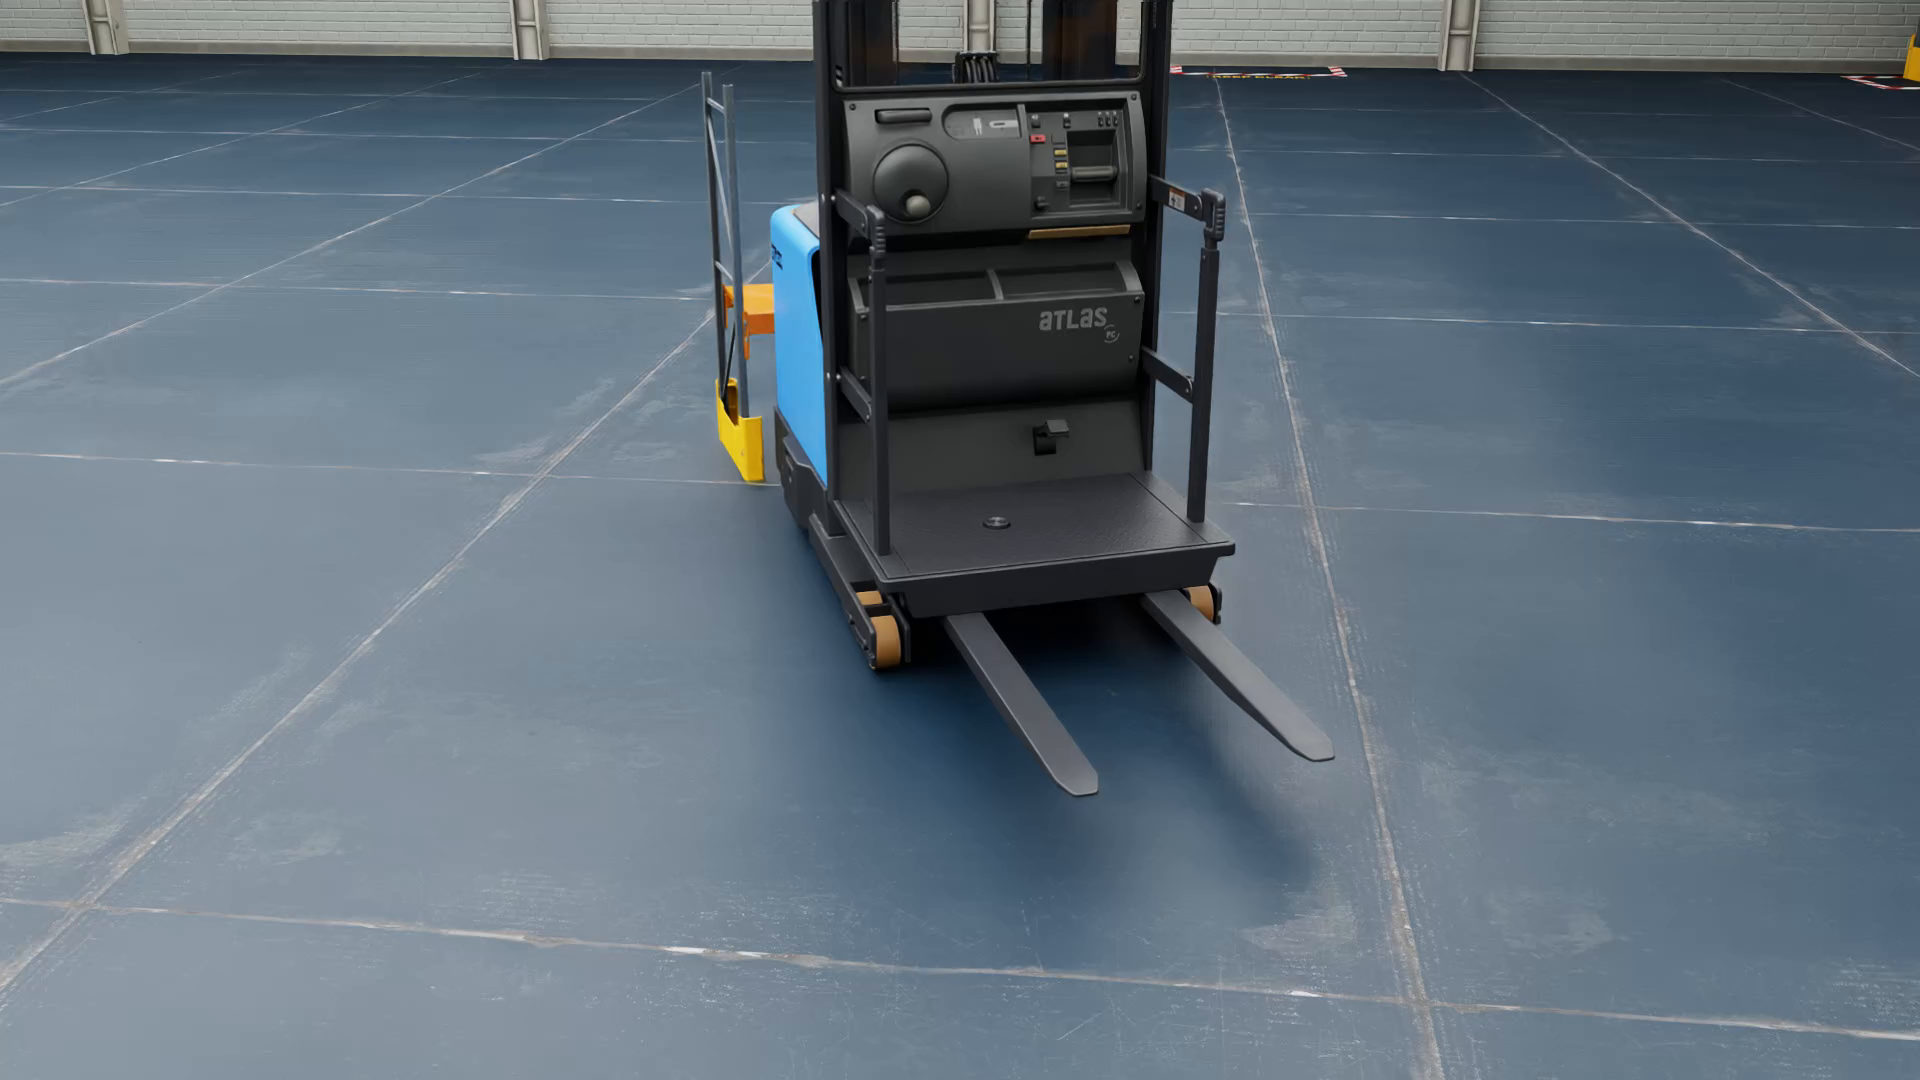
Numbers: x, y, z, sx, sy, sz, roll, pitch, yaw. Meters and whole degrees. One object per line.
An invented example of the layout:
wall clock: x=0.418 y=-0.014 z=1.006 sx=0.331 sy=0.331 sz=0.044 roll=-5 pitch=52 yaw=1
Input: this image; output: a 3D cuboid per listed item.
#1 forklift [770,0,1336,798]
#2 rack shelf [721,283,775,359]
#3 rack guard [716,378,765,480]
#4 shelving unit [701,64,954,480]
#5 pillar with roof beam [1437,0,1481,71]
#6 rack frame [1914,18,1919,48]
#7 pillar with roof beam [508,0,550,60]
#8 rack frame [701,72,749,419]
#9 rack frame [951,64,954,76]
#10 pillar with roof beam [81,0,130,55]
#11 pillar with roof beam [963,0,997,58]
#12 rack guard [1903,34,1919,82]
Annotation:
forklift: x=0.175 y=-1.134 z=4.822 sx=1.130 sy=2.935 sz=3.031 roll=-6 pitch=22 yaw=-15
rack shelf: x=-0.431 y=-0.927 z=6.735 sx=1.000 sy=0.185 sz=0.538 roll=-7 pitch=23 yaw=-17
rack guard: x=-0.896 y=-0.458 z=6.759 sx=0.087 sy=0.250 sz=0.587 roll=-7 pitch=23 yaw=-17
shelving unit: x=-0.422 y=-1.096 z=6.671 sx=1.083 sy=1.500 sz=0.587 roll=-7 pitch=23 yaw=-17
pillar with roof beam: x=5.705 y=-8.518 z=15.245 sx=0.400 sy=9.000 sz=9.100 roll=2 pitch=22 yaw=6
rack frame: x=11.373 y=-6.755 z=18.945 sx=0.127 sy=3.000 sz=1.000 roll=2 pitch=22 yaw=6
pillar with roof beam: x=-6.211 y=-9.037 z=16.559 sx=0.400 sy=9.000 sz=9.100 roll=2 pitch=22 yaw=6
rack frame: x=-0.915 y=-1.037 z=6.523 sx=0.032 sy=1.500 sz=0.500 roll=-7 pitch=23 yaw=-17
rack frame: x=0.053 y=-1.152 z=6.814 sx=0.032 sy=1.500 sz=0.500 roll=-7 pitch=23 yaw=-17
pillar with roof beam: x=-12.170 y=-9.297 z=17.215 sx=0.400 sy=9.000 sz=9.100 roll=2 pitch=22 yaw=6
pillar with roof beam: x=-0.253 y=-8.777 z=15.902 sx=0.400 sy=9.000 sz=9.100 roll=2 pitch=22 yaw=6
rack guard: x=11.449 y=-5.589 z=19.396 sx=0.348 sy=0.500 sz=1.175 roll=2 pitch=22 yaw=6
